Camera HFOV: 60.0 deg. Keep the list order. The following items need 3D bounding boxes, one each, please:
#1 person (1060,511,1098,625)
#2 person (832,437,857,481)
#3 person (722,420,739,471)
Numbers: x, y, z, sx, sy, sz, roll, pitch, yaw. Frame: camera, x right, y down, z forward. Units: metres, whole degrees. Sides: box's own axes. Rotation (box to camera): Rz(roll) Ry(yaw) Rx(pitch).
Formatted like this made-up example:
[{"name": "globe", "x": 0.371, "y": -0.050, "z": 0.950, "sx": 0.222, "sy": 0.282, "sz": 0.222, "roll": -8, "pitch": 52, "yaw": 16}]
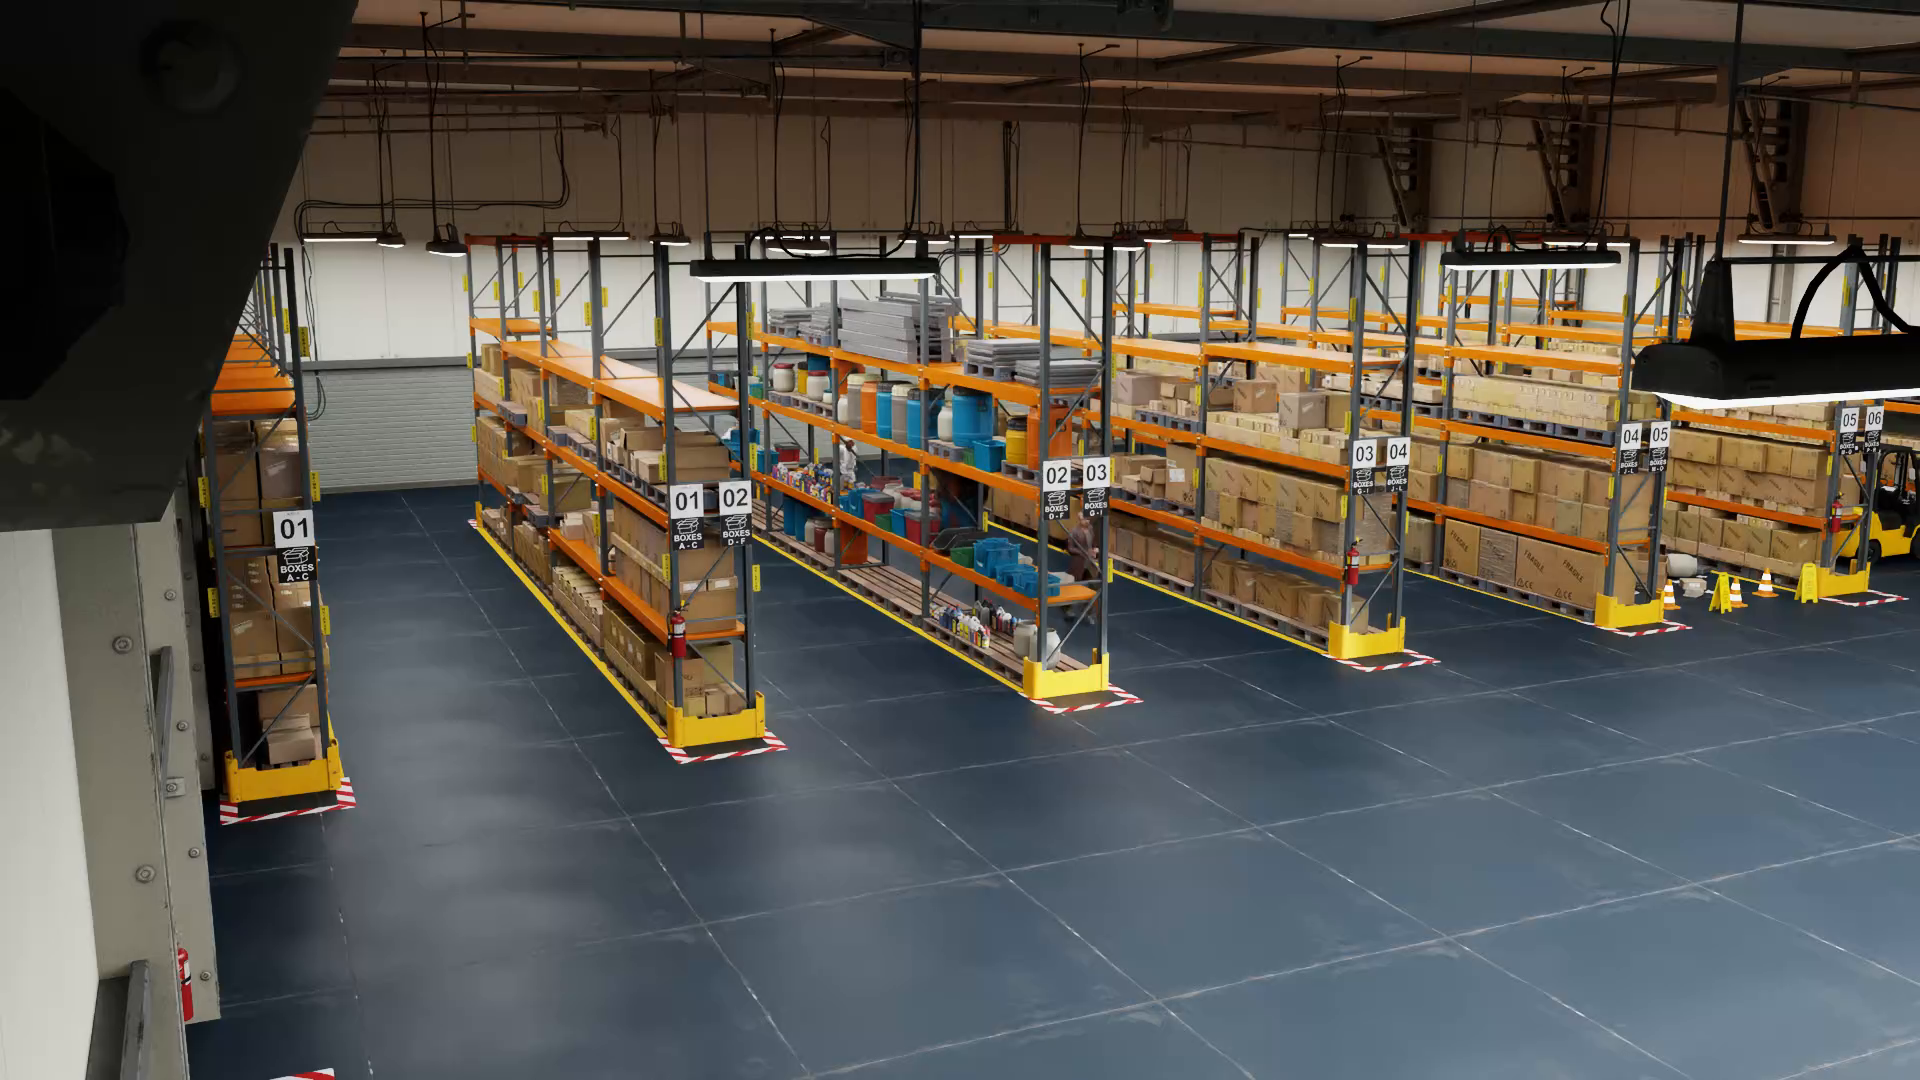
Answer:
[{"name": "person", "x": 1.925, "y": 0.442, "z": 26.226, "sx": 0.688, "sy": 1.836, "sz": 0.907, "roll": -7, "pitch": 13, "yaw": -33}, {"name": "person", "x": -2.494, "y": -1.412, "z": 35.810, "sx": 0.688, "sy": 1.776, "sz": 1.123, "roll": -8, "pitch": 13, "yaw": -35}, {"name": "person", "x": -5.513, "y": -2.089, "z": 39.773, "sx": 0.882, "sy": 1.571, "sz": 0.706, "roll": 2, "pitch": 11, "yaw": 8}]
